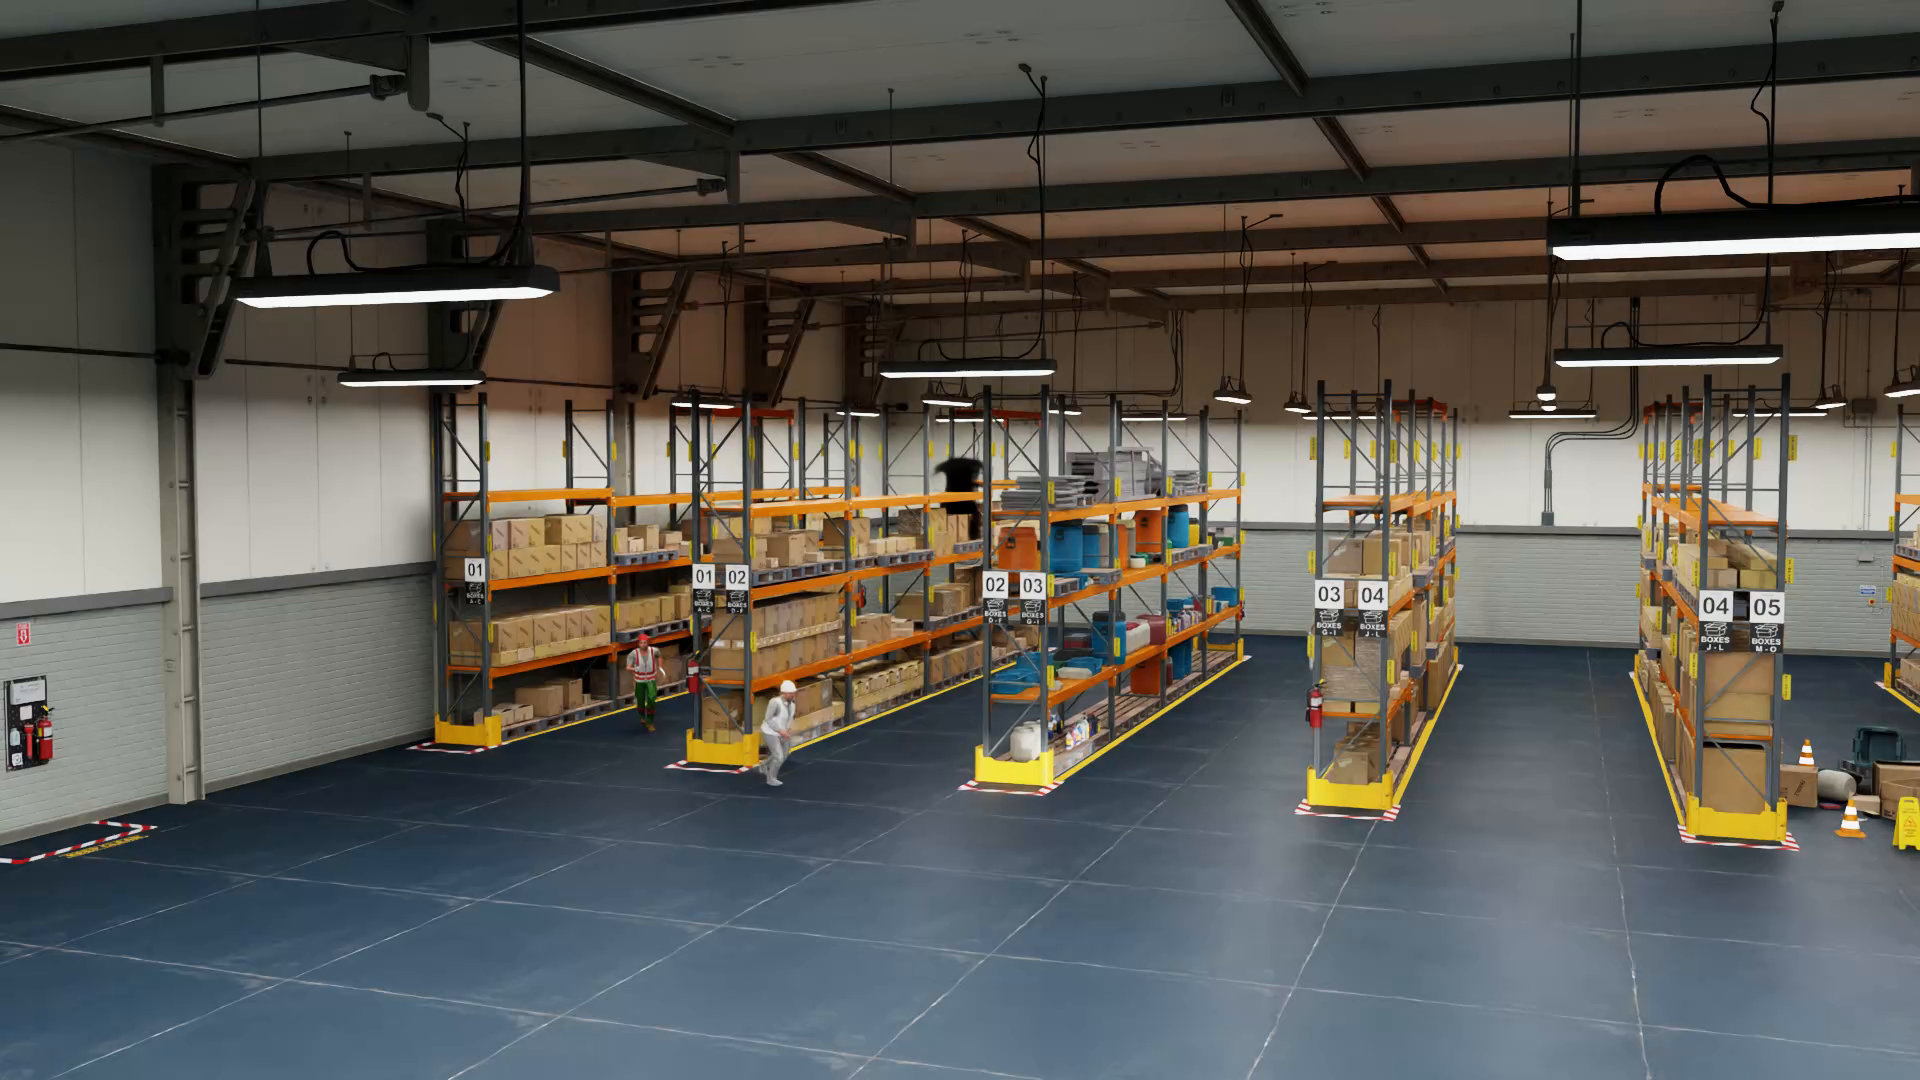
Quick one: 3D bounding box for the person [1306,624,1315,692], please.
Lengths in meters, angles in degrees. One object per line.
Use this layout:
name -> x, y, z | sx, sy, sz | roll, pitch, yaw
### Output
person -> 7.547, 2.498, 34.828 | 0.526, 1.326, 0.999 | 2, 3, 28

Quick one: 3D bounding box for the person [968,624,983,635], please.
person -> 0.628, 1.779, 43.479 | 0.976, 1.748, 0.686 | 1, 3, 22

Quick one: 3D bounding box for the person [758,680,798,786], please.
person -> -2.731, 2.871, 24.846 | 0.909, 1.619, 0.645 | 2, 4, 34

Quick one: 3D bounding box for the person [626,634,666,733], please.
person -> -5.635, 2.537, 29.838 | 0.695, 1.753, 0.985 | -1, 3, -10
